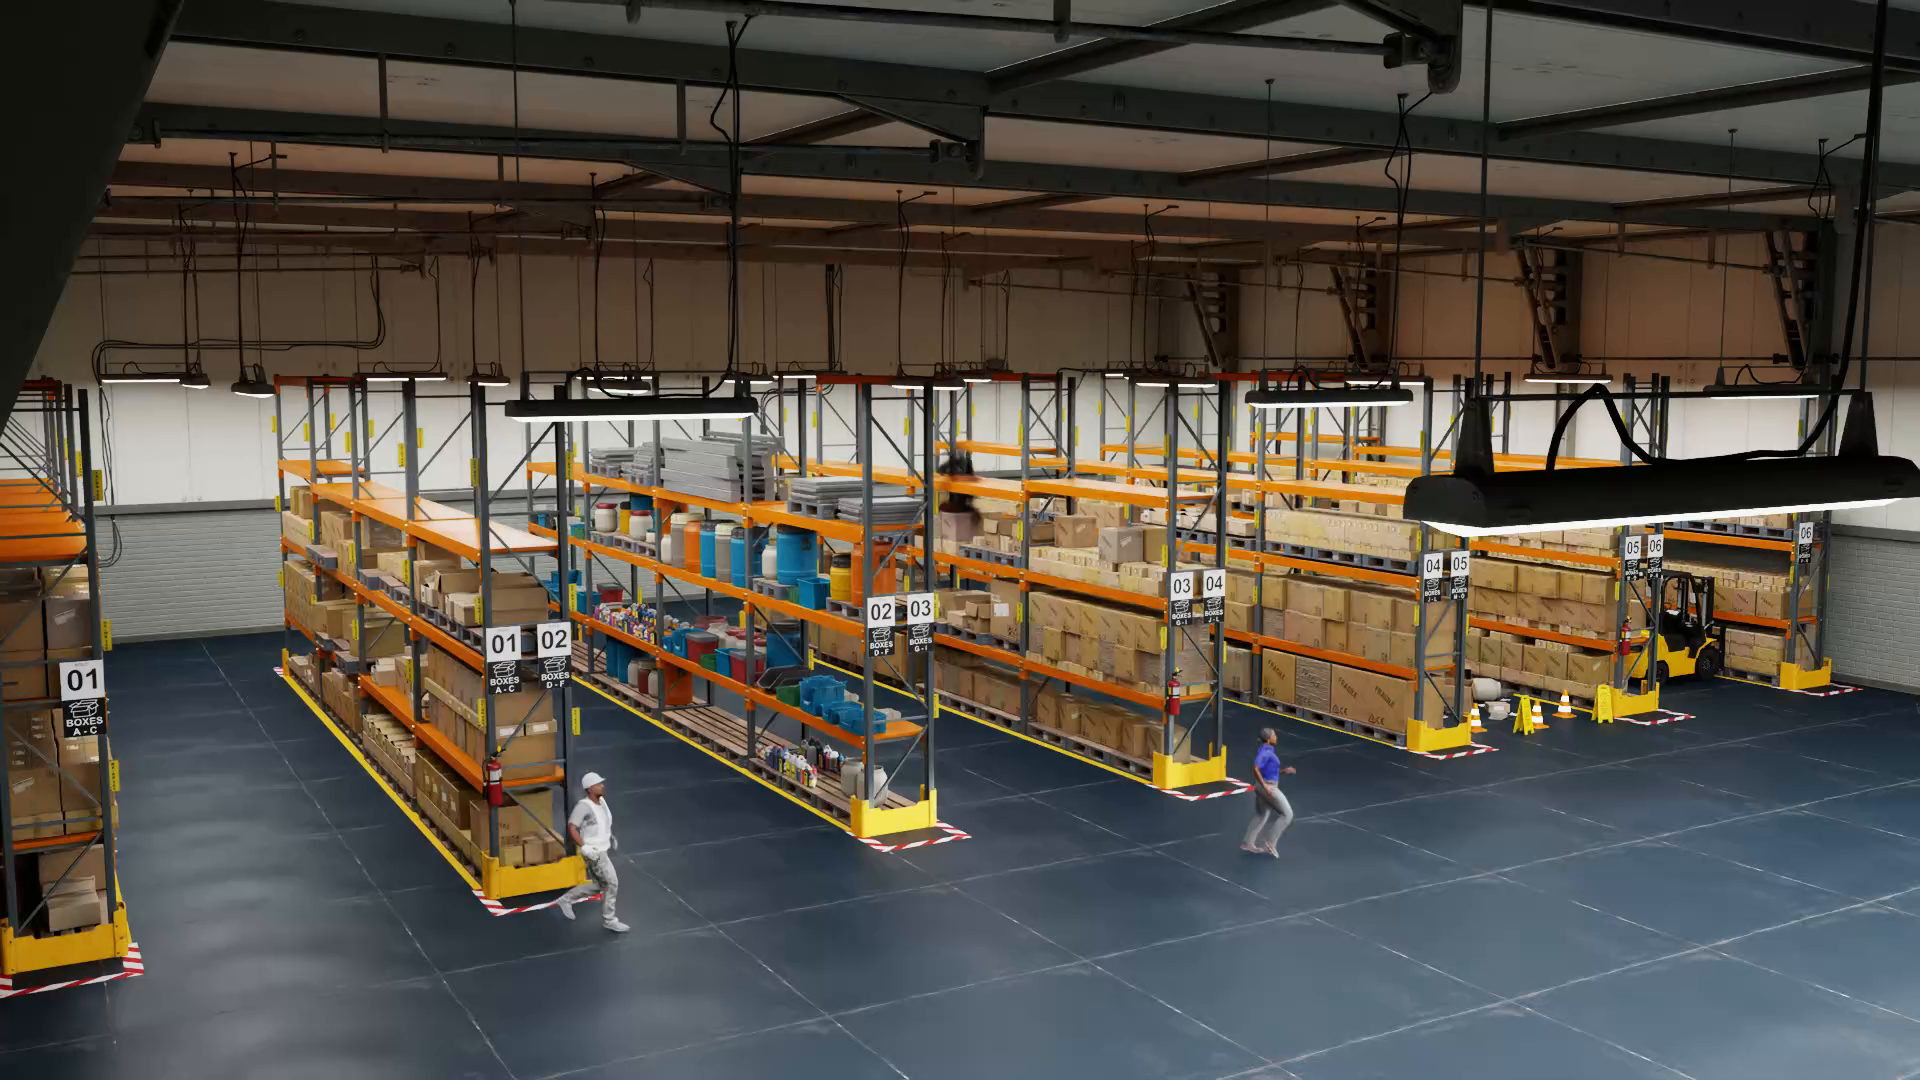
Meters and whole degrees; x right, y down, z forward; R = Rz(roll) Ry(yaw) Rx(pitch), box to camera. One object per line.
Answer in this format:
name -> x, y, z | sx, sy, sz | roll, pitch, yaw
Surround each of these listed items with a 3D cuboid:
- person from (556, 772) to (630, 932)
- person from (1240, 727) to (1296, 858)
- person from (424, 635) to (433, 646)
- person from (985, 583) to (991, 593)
person -> -4.086, 3.455, 18.468 | 0.845, 1.765, 0.704 | 0, 6, 3
person -> 3.931, 3.207, 21.124 | 0.697, 1.669, 0.545 | -1, 6, -5
person -> -10.336, 1.906, 32.656 | 0.705, 1.738, 0.706 | -5, 8, -38
person -> 0.844, 0.892, 41.750 | 0.956, 1.744, 0.728 | 4, 7, 33
